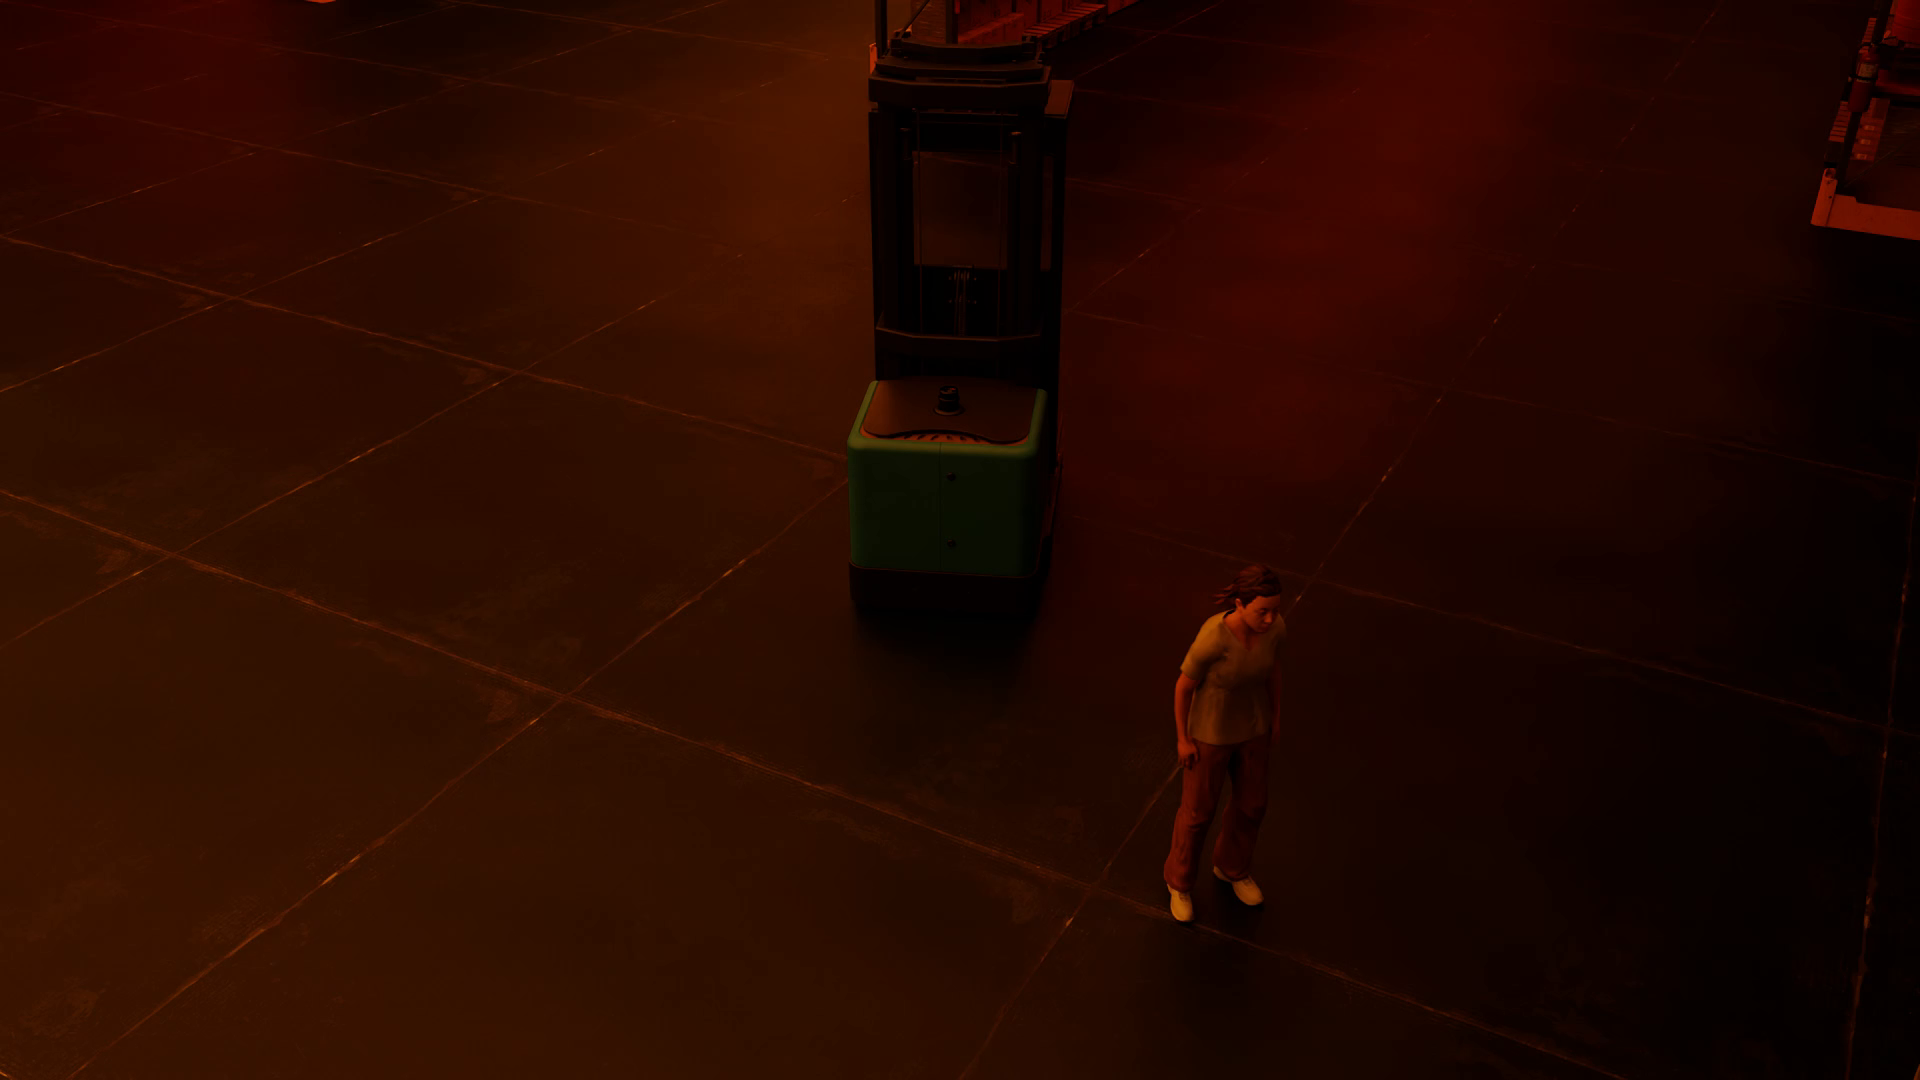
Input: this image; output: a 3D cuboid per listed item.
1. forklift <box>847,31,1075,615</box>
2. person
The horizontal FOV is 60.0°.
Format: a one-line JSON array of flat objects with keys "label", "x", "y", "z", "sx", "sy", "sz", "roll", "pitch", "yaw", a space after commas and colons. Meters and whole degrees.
[{"label": "forklift", "x": 0.072, "y": -1.572, "z": 9.794, "sx": 1.130, "sy": 2.935, "sz": 3.031, "roll": 3, "pitch": 30, "yaw": 6}, {"label": "person", "x": 1.125, "y": 0.817, "z": 6.915, "sx": 0.514, "sy": 1.671, "sz": 0.365, "roll": -11, "pitch": 32, "yaw": -19}]
